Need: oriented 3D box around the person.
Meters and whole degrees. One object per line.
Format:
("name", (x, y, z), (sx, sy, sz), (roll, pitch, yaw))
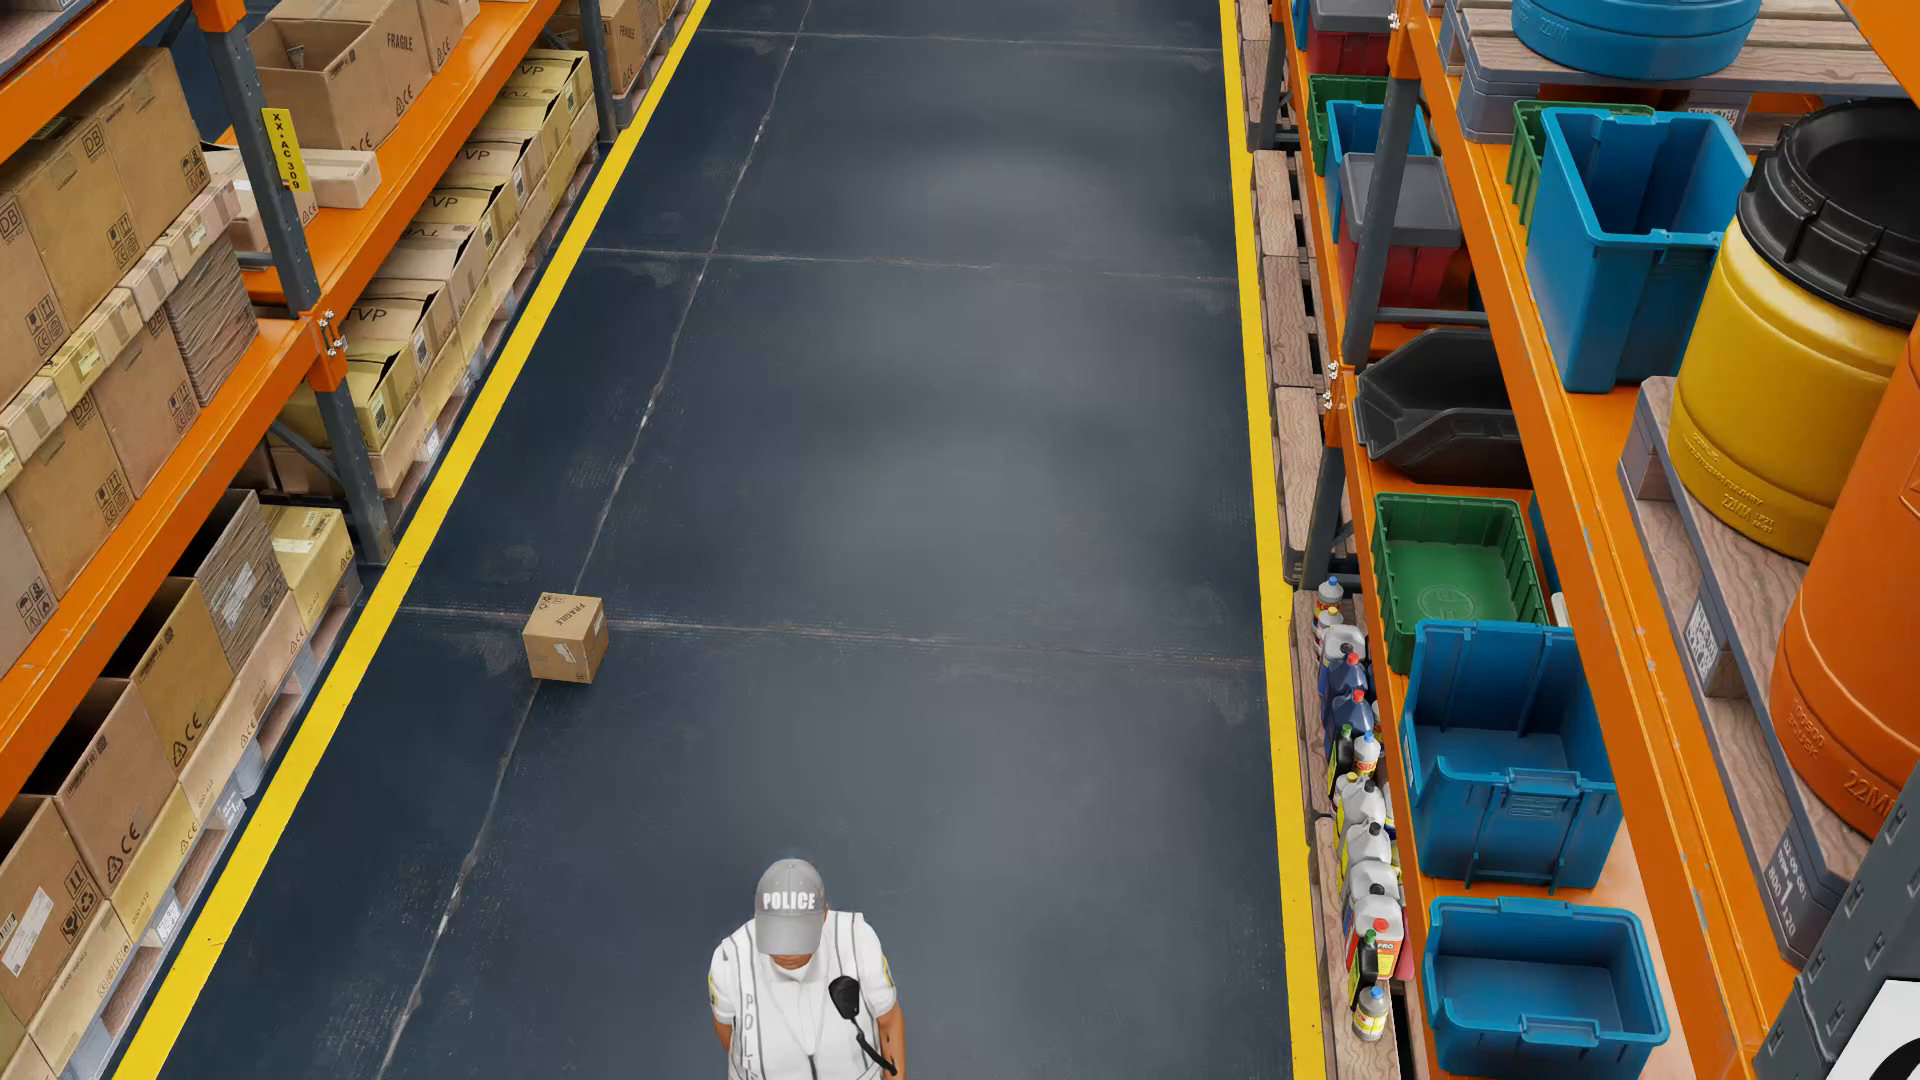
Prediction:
("person", (-0.381, 1.446, 4.445), (0.478, 1.610, 0.999), (-11, 42, -13))
